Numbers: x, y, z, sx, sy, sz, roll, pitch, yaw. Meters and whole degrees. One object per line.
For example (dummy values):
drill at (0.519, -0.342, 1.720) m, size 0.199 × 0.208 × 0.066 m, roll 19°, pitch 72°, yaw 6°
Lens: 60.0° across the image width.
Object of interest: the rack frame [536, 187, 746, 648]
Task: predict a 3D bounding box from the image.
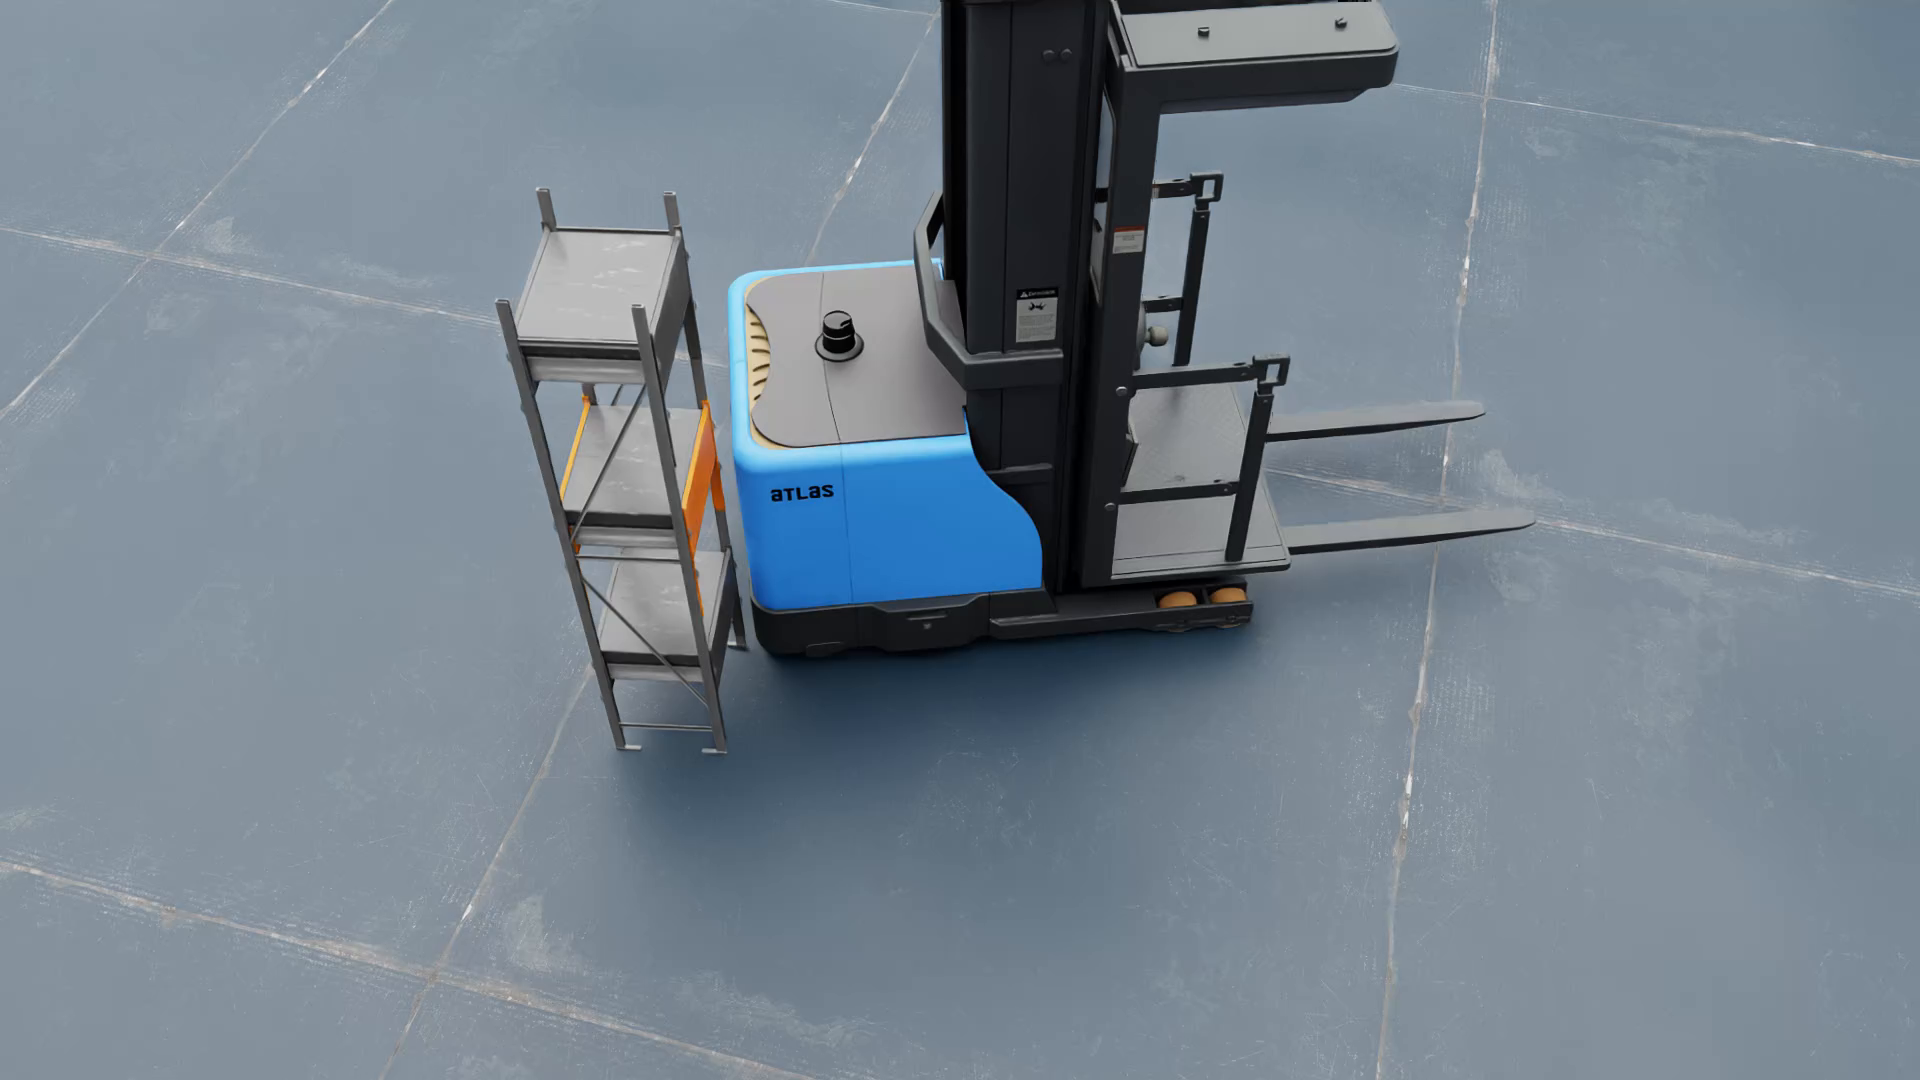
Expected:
rack frame at (-1.012, -0.301, 5.534) m, size 0.400 × 2.100 × 0.015 m, roll 2°, pitch 49°, yaw 2°

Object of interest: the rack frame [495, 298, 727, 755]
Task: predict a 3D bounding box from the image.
rack frame at (-1.039, 0.064, 5.211) m, size 0.400 × 2.100 × 0.015 m, roll 2°, pitch 49°, yaw 2°

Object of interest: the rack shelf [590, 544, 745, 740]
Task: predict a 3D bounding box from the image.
rack shelf at (-1.025, 0.354, 5.908) m, size 0.431 × 0.518 × 0.480 m, roll 2°, pitch 49°, yaw 2°

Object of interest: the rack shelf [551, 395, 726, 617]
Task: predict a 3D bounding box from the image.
rack shelf at (-1.025, -0.109, 5.383) m, size 0.431 × 0.518 × 0.480 m, roll 2°, pitch 49°, yaw 2°

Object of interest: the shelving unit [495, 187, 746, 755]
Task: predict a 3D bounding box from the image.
shelving unit at (-1.025, -0.118, 5.373) m, size 0.431 × 2.100 × 0.503 m, roll 2°, pitch 49°, yaw 2°

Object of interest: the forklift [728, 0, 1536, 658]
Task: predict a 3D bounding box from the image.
forklift at (0.689, -1.010, 5.605) m, size 3.031 × 2.935 × 1.130 m, roll -5°, pitch 49°, yaw -4°

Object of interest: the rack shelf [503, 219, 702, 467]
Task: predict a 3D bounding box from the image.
rack shelf at (-1.025, -0.573, 4.858) m, size 0.431 × 0.518 × 0.480 m, roll 2°, pitch 49°, yaw 2°
